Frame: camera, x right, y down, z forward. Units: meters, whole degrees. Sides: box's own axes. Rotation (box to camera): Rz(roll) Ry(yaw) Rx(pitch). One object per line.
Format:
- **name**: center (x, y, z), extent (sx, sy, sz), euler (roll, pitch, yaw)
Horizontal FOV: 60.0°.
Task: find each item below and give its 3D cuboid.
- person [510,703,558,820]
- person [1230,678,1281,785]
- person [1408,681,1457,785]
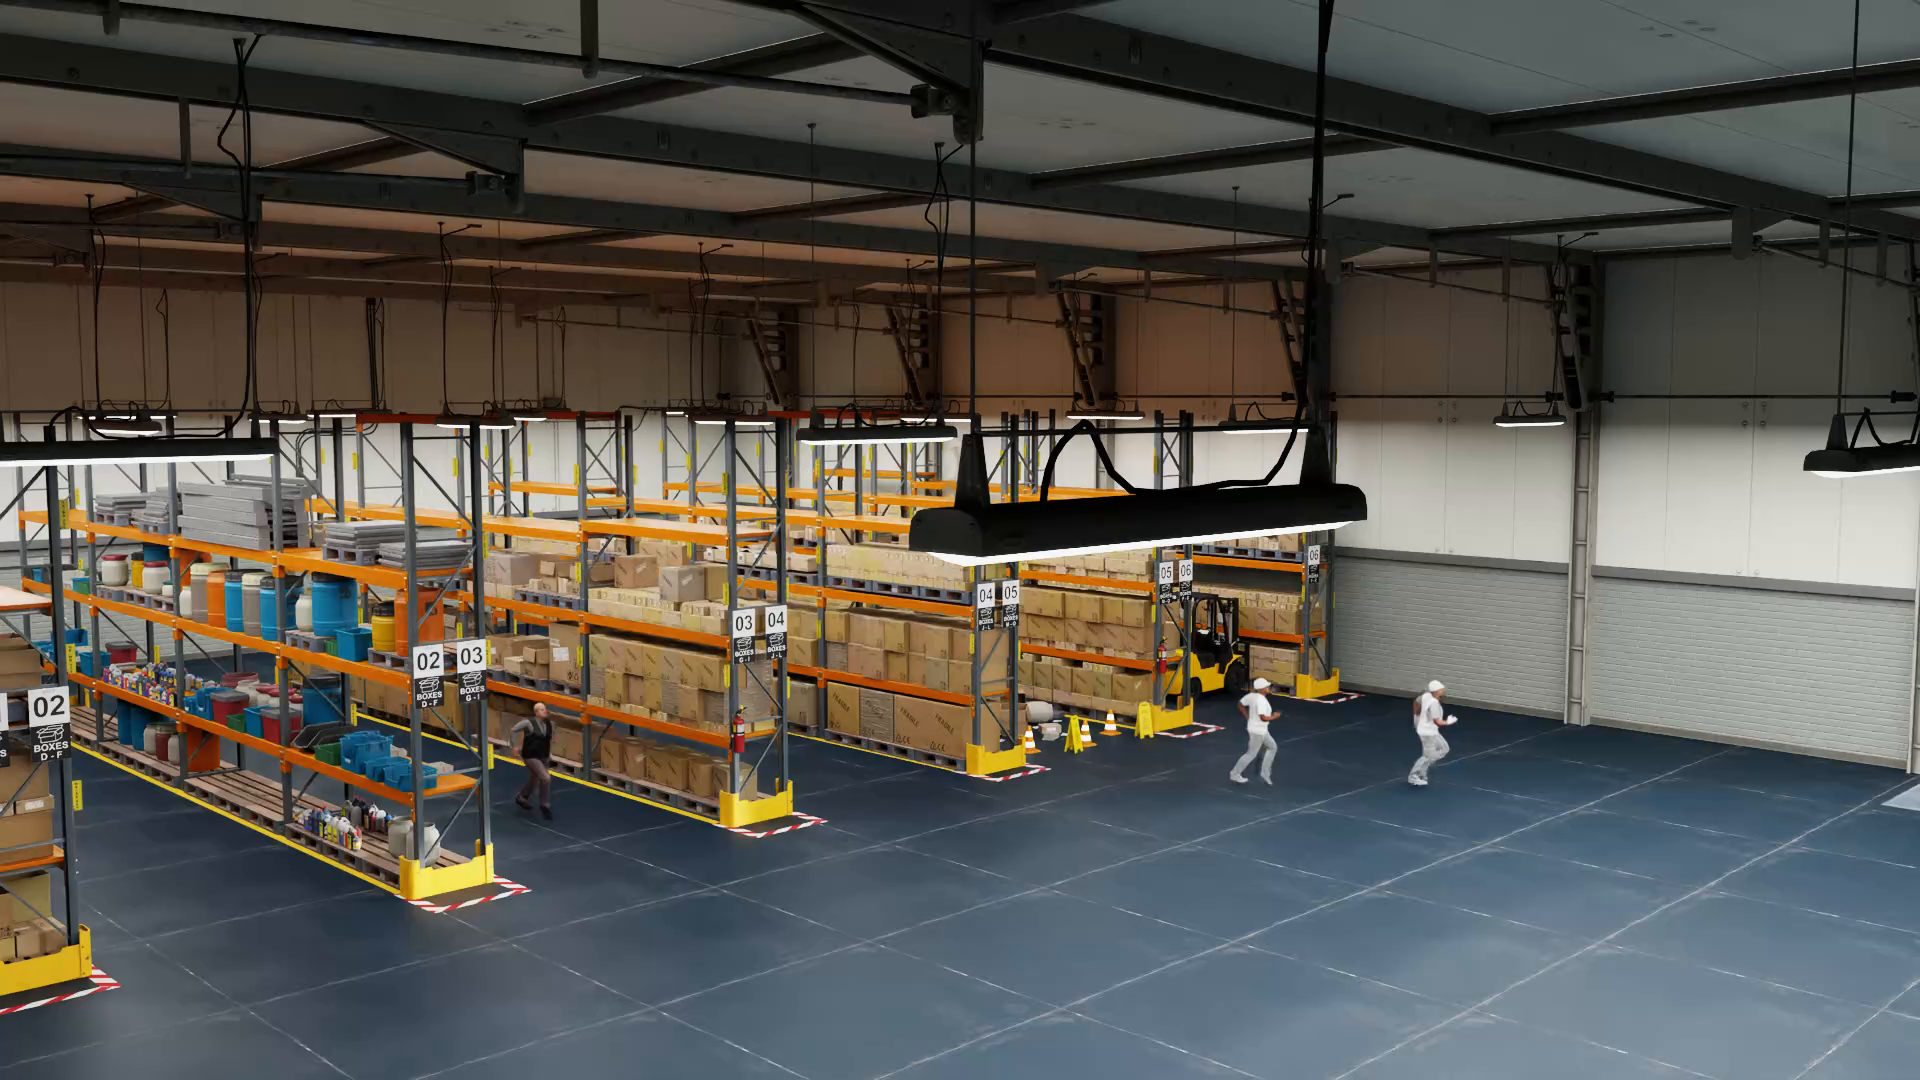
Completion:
- **person**: center (-6.391, 3.312, 25.008), extent (0.850, 1.761, 0.679), euler (3, 6, 33)
- **person**: center (4.778, 3.132, 26.902), extent (0.804, 1.807, 0.672), euler (0, 5, 3)
- **person**: center (7.643, 3.117, 26.887), extent (0.728, 1.722, 0.726), euler (1, 5, 8)
